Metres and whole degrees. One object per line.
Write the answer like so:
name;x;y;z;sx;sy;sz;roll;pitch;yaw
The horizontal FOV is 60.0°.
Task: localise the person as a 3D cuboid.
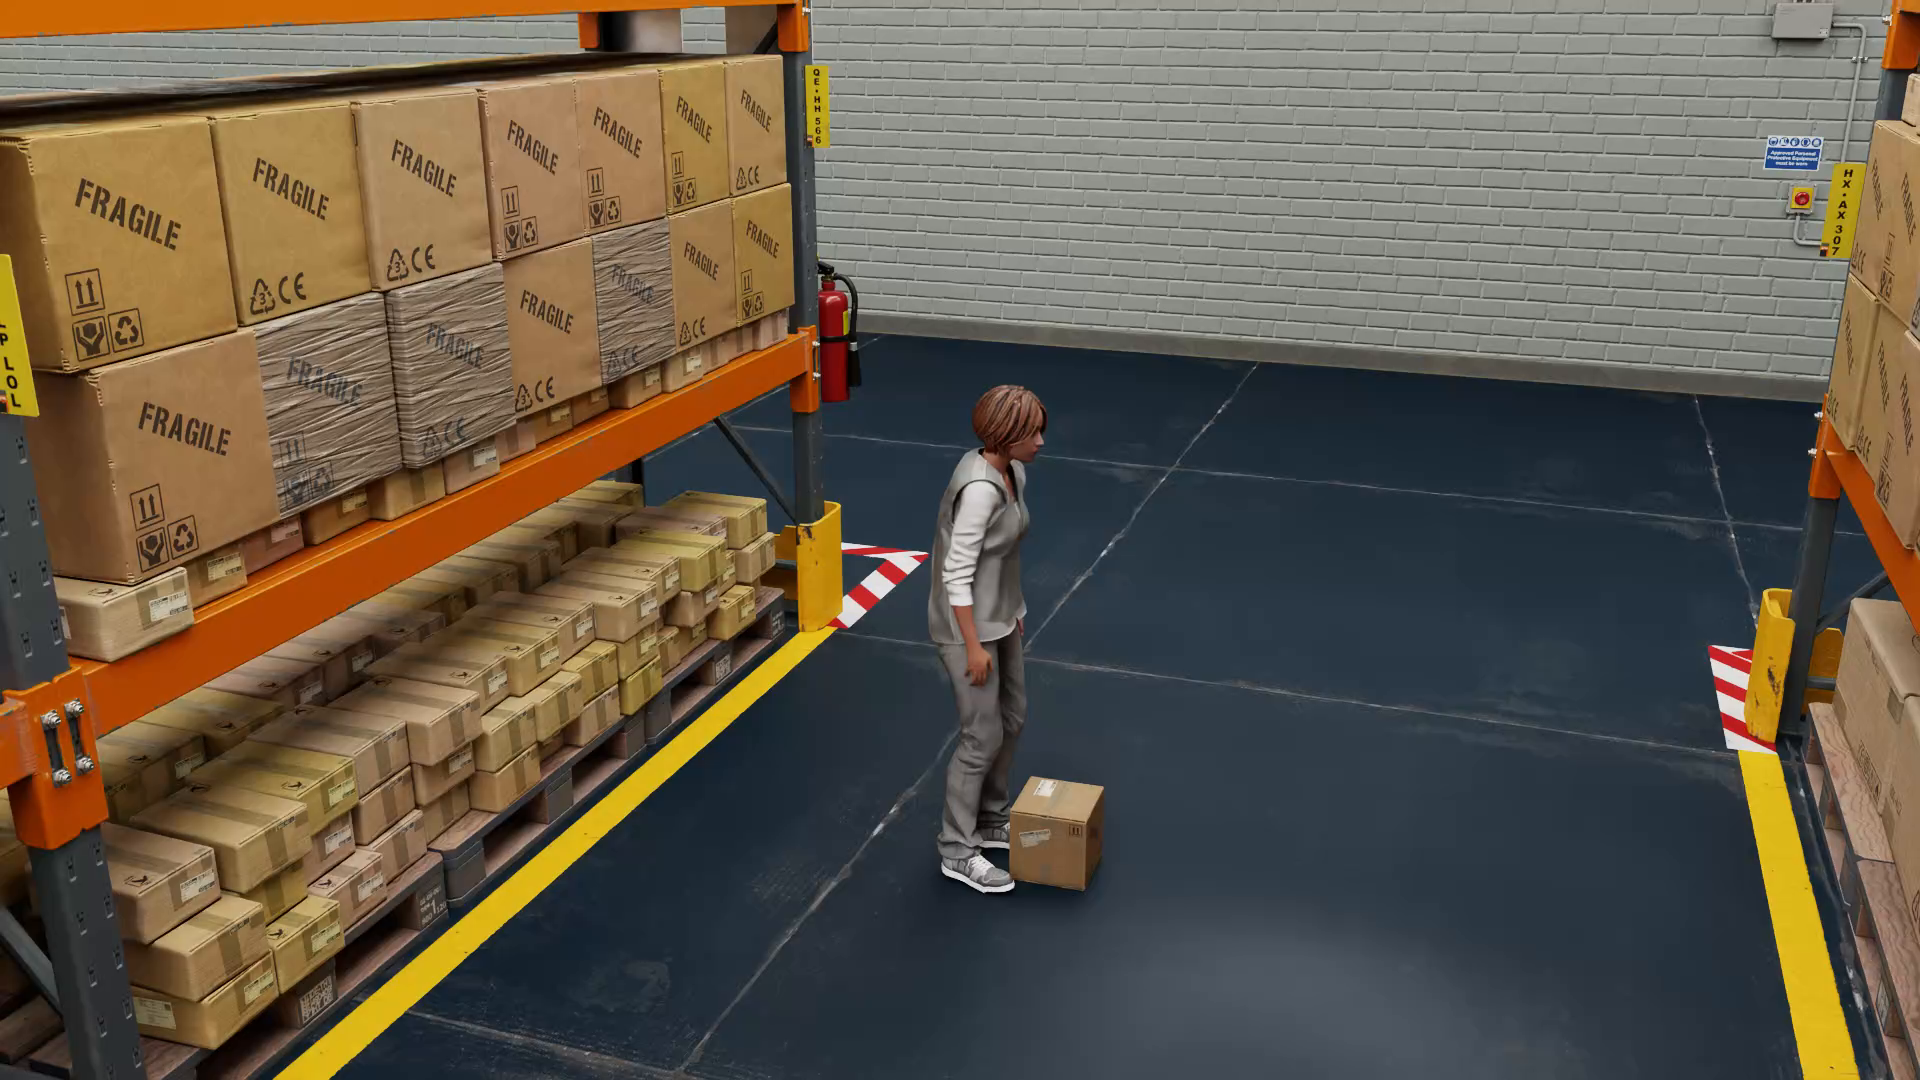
person;0.093;0.291;5.232;0.366;1.593;0.470;6;20;17
